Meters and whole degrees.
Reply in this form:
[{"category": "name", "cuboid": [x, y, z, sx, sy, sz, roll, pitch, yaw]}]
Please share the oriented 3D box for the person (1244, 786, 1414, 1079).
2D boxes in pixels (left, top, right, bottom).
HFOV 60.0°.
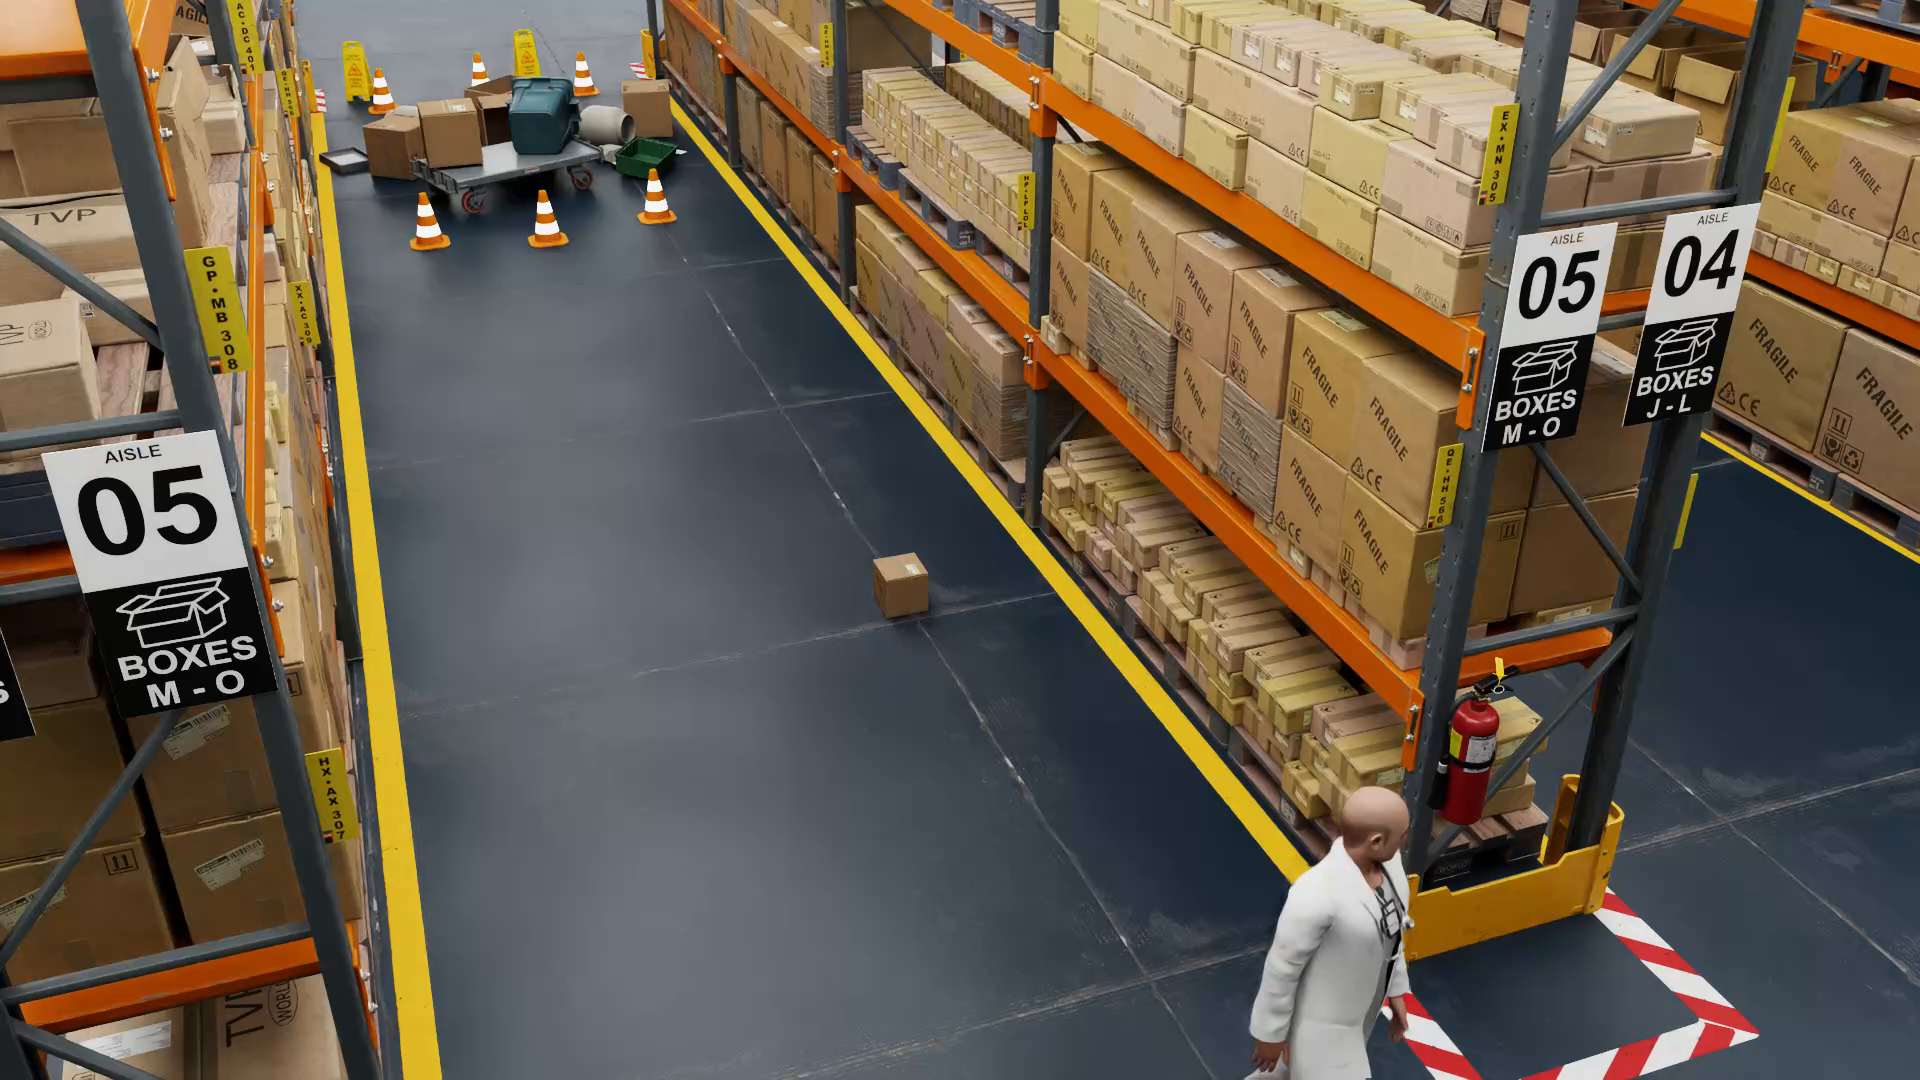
[{"category": "person", "cuboid": [1.314, 1.591, 5.526, 0.972, 1.730, 0.618, 22, 36, 34]}]
